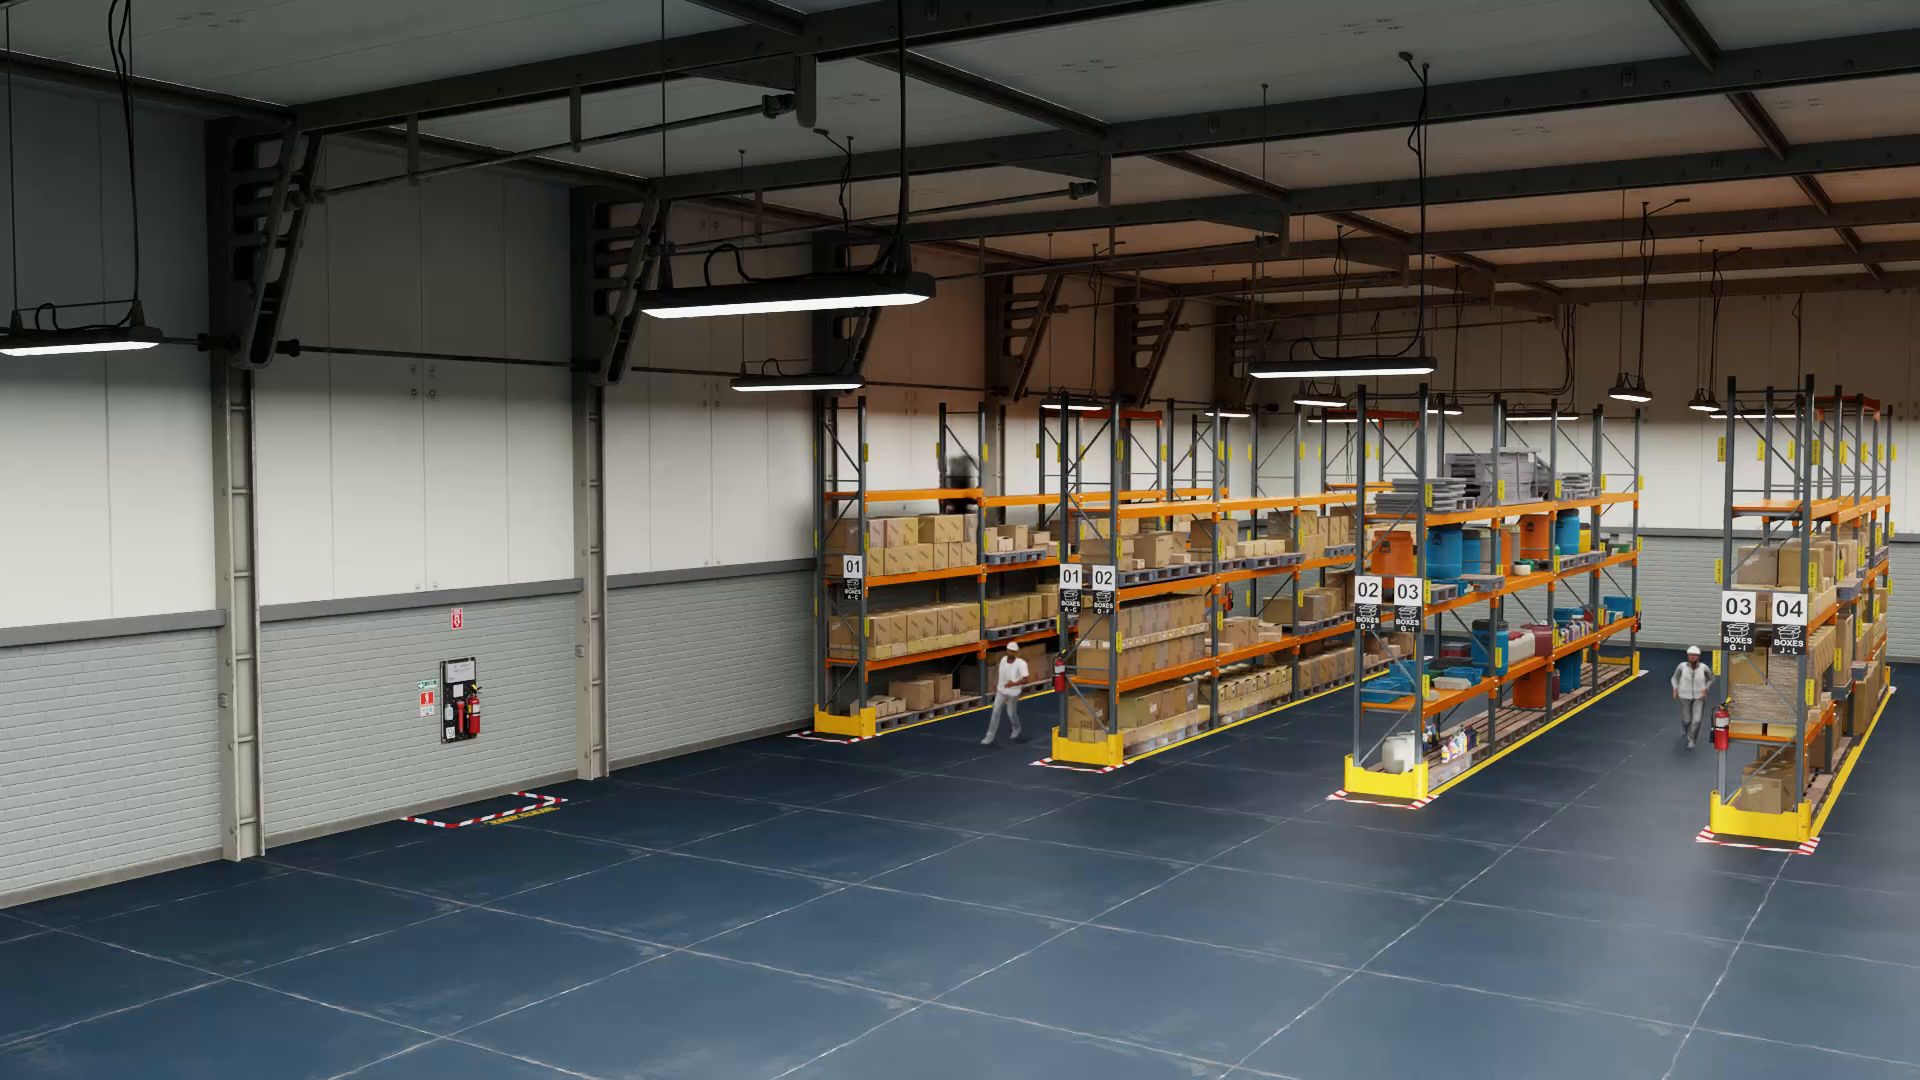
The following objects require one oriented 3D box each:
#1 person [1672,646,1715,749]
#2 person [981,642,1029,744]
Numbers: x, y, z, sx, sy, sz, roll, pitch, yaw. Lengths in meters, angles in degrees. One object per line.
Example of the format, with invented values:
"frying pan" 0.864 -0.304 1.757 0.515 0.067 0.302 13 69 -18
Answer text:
"person" 12.492 2.666 28.350 0.667 1.731 0.622 1 3 19
"person" 0.851 2.598 28.471 0.737 1.723 0.967 2 3 30
